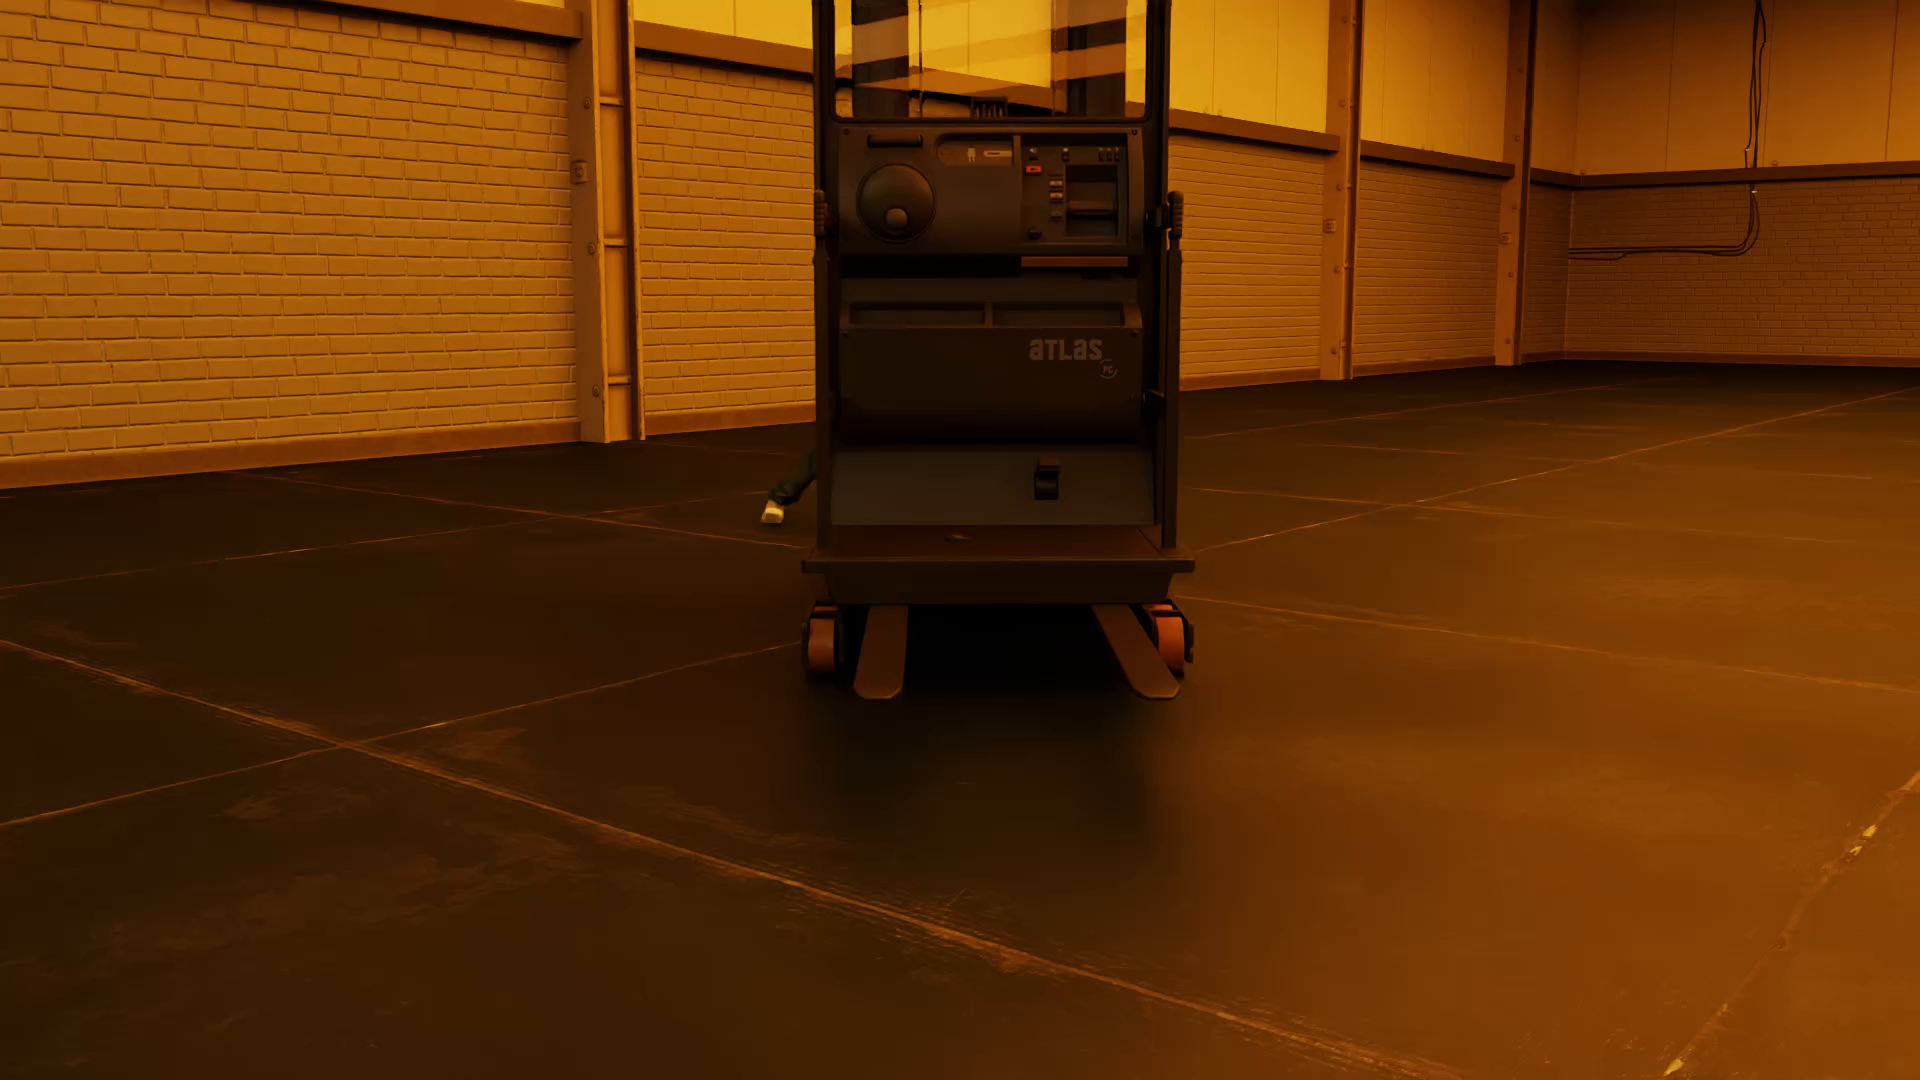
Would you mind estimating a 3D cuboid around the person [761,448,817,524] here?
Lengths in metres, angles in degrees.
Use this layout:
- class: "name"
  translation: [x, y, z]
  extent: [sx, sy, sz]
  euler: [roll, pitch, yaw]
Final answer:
- class: "person"
  translation: [-0.364, -0.748, 7.738]
  extent: [0.892, 1.412, 1.010]
  euler: [-7, 11, -38]

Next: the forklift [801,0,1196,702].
- class: "forklift"
  translation: [0.100, -1.111, 4.874]
  extent: [1.130, 2.935, 3.031]
  euler: [0, 8, -1]
